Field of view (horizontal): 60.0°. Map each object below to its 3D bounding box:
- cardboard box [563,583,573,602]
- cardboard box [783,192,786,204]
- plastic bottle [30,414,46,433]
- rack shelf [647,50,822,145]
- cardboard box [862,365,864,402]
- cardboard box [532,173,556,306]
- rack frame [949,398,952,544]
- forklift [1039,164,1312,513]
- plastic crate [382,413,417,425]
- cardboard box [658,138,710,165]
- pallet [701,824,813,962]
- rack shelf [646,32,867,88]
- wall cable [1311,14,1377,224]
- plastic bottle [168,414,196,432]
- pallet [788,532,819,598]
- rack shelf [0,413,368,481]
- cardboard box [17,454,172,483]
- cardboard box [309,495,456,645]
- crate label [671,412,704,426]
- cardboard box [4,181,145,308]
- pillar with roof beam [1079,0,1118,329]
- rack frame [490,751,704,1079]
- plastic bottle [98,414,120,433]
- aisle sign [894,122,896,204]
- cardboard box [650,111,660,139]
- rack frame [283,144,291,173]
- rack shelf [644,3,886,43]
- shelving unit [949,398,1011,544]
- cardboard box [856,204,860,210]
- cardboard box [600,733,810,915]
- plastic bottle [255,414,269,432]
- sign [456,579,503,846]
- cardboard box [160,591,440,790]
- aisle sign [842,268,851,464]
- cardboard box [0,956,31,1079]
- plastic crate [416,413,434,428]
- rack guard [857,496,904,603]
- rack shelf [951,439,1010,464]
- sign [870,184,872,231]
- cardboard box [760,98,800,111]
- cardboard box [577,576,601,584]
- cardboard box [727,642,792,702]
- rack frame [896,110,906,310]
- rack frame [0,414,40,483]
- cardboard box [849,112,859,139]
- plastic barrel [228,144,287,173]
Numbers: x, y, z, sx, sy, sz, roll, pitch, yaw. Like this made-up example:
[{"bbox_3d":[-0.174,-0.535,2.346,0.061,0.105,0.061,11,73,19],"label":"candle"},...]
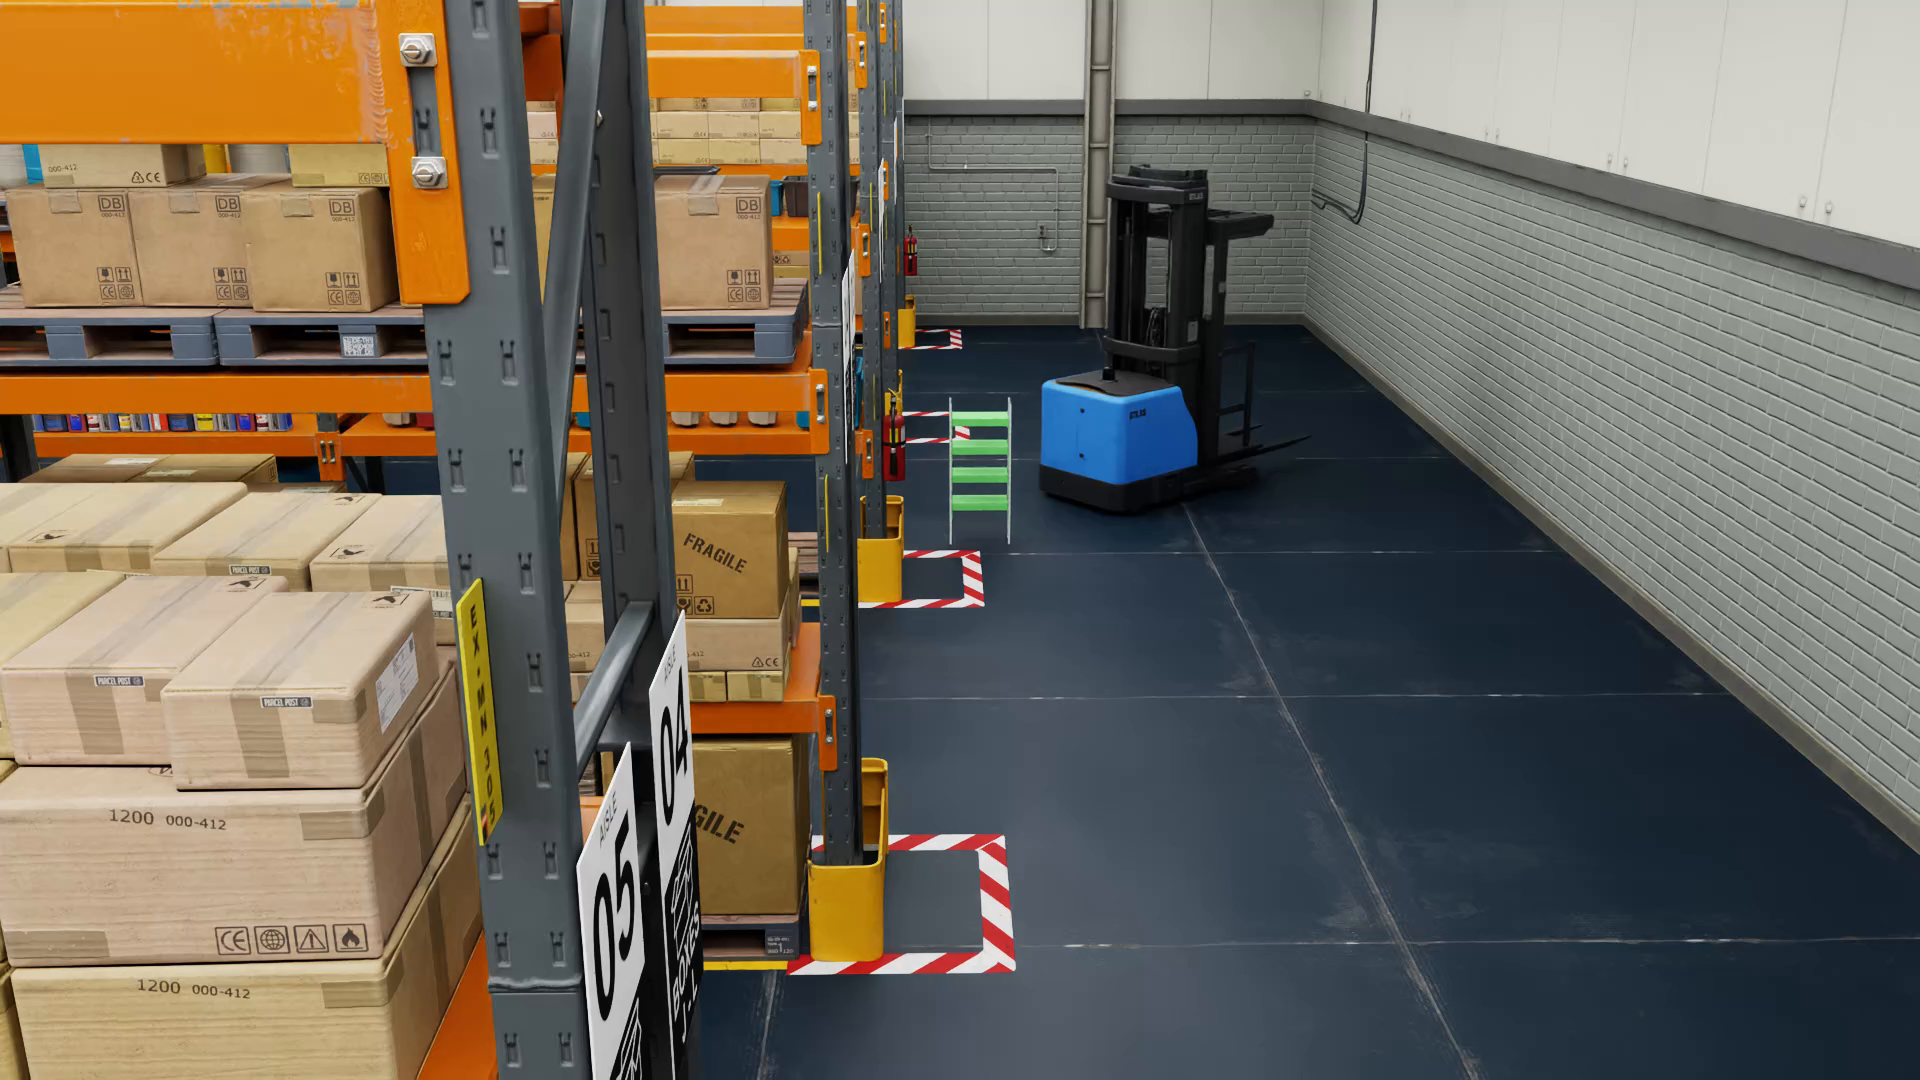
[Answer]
[{"bbox_3d":[-2.067,0.401,7.646,0.500,0.250,0.500,-1,18,-3],"label":"cardboard box"},{"bbox_3d":[-2.042,-4.286,22.007,0.700,0.700,0.980,0,18,-1],"label":"cardboard box"},{"bbox_3d":[-6.823,-0.942,12.277,0.135,0.276,0.152,0,18,-1],"label":"plastic bottle"},{"bbox_3d":[-2.570,-1.931,7.168,4.000,0.370,1.077,0,18,-1],"label":"rack shelf"},{"bbox_3d":[-1.263,-1.584,17.447,0.500,0.500,0.500,0,18,-1],"label":"cardboard box"},{"bbox_3d":[-1.654,-1.356,7.438,0.500,0.500,0.700,-1,18,-3],"label":"cardboard box"},{"bbox_3d":[-0.078,-0.571,13.863,0.015,1.200,0.240,0,18,-1],"label":"rack frame"},{"bbox_3d":[2.159,-1.994,15.464,3.031,2.935,1.130,-15,23,-40],"label":"forklift"},{"bbox_3d":[-4.181,-0.972,12.501,0.243,0.136,0.396,0,18,-1],"label":"plastic crate"},{"bbox_3d":[-2.733,-3.914,16.672,0.500,0.250,0.500,0,18,-1],"label":"cardboard box"},{"bbox_3d":[-1.369,1.739,8.283,1.213,0.211,1.003,0,18,-1],"label":"pallet"},{"bbox_3d":[-2.649,-3.444,11.883,4.000,0.370,1.077,0,18,-1],"label":"rack shelf"},{"bbox_3d":[4.856,-5.452,21.394,0.112,2.526,3.097,0,18,-1],"label":"wall cable"},{"bbox_3d":[-5.747,-0.982,12.278,0.185,0.351,0.144,0,18,-1],"label":"plastic bottle"},{"bbox_3d":[-1.474,0.190,13.109,1.213,0.211,1.003,0,18,-1],"label":"pallet"},{"bbox_3d":[-6.648,-0.758,12.679,4.000,0.370,1.077,0,18,-1],"label":"rack shelf"},{"bbox_3d":[-4.115,-0.109,8.008,0.500,0.500,0.500,0,18,1],"label":"cardboard box"},{"bbox_3d":[-0.921,0.045,2.859,0.250,0.149,0.380,0,18,-1],"label":"cardboard box"},{"bbox_3d":[-2.029,-0.968,12.487,0.243,0.136,0.396,0,18,-1],"label":"crate label"},{"bbox_3d":[-3.789,-1.343,7.399,0.500,0.500,0.700,-1,18,-4],"label":"cardboard box"},{"bbox_3d":[1.949,-5.975,17.940,0.400,9.000,9.100,0,18,-1],"label":"pillar with roof beam"},{"bbox_3d":[-0.593,1.898,3.219,0.127,3.000,1.000,0,18,-1],"label":"rack frame"},{"bbox_3d":[-6.273,-0.945,12.285,0.135,0.276,0.152,0,18,-1],"label":"plastic bottle"},{"bbox_3d":[-0.650,-3.787,16.687,0.004,0.787,0.394,0,18,-1],"label":"aisle sign"},{"bbox_3d":[-3.233,-4.147,16.580,0.500,0.250,0.500,0,18,-1],"label":"cardboard box"},{"bbox_3d":[-4.648,-3.967,11.682,0.127,3.000,1.000,0,18,-1],"label":"rack frame"},{"bbox_3d":[-2.723,-5.146,16.539,4.000,0.370,1.077,0,18,-1],"label":"rack shelf"},{"bbox_3d":[0.166,-0.572,13.867,0.503,1.200,0.258,0,18,-1],"label":"shelving unit"},{"bbox_3d":[-1.171,-3.245,17.451,0.500,0.500,0.500,0,18,1],"label":"cardboard box"},{"bbox_3d":[-1.209,1.222,8.118,0.875,0.875,0.875,0,18,-1],"label":"cardboard box"},{"bbox_3d":[-5.153,-0.906,12.288,0.097,0.201,0.097,0,18,0],"label":"plastic bottle"},{"bbox_3d":[-0.605,0.218,2.097,0.005,0.325,0.100,0,18,-1],"label":"sign"},{"bbox_3d":[-0.921,0.205,2.362,0.250,0.149,0.380,0,18,-1],"label":"cardboard box"},{"bbox_3d":[-0.494,-0.764,7.262,0.004,0.787,0.394,0,18,-1],"label":"aisle sign"},{"bbox_3d":[-1.554,0.629,2.511,0.500,0.250,0.500,0,18,-1],"label":"cardboard box"},{"bbox_3d":[-3.752,-1.097,12.354,0.583,0.464,0.402,0,18,-1],"label":"plastic crate"},{"bbox_3d":[-0.625,0.056,13.053,0.348,0.500,1.175,0,18,-1],"label":"rack guard"},{"bbox_3d":[0.166,-0.740,13.813,0.480,0.148,0.258,0,18,-1],"label":"rack shelf"},{"bbox_3d":[-0.624,-2.340,11.693,0.005,0.325,0.100,0,18,-1],"label":"sign"},{"bbox_3d":[-1.738,-4.611,16.799,0.500,0.500,0.700,0,18,-1],"label":"cardboard box"},{"bbox_3d":[-1.574,0.237,8.156,0.500,0.250,0.500,0,18,-2],"label":"cardboard box"},{"bbox_3d":[-0.921,0.605,7.663,0.250,0.149,0.380,0,18,0],"label":"cardboard box"},{"bbox_3d":[-0.805,-4.156,22.091,0.127,3.000,1.000,0,18,-1],"label":"rack frame"},{"bbox_3d":[-4.570,0.402,7.883,0.127,3.000,1.000,0,18,-1],"label":"rack frame"},{"bbox_3d":[-1.233,-4.157,16.613,0.500,0.250,0.500,0,18,-1],"label":"cardboard box"},{"bbox_3d":[-5.179,-2.878,12.286,0.433,0.535,0.433,0,18,0],"label":"plastic barrel"}]
